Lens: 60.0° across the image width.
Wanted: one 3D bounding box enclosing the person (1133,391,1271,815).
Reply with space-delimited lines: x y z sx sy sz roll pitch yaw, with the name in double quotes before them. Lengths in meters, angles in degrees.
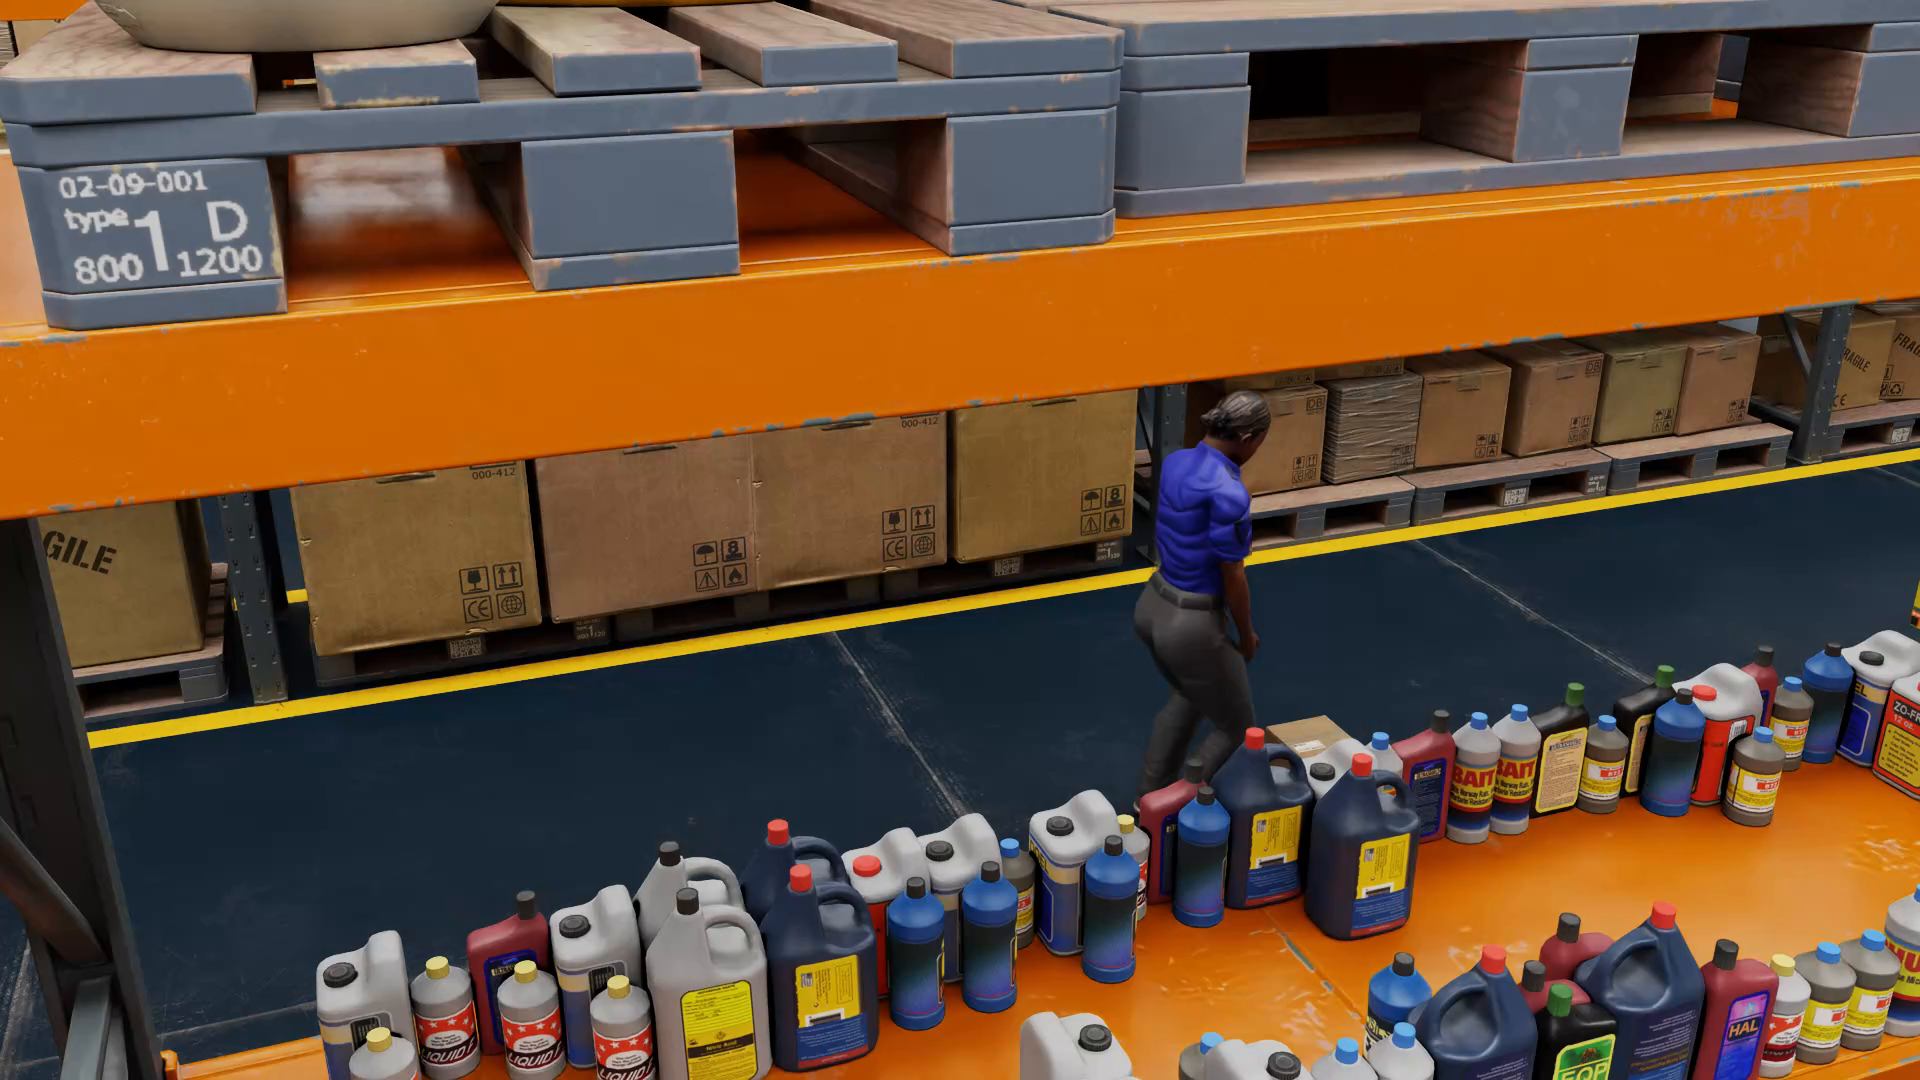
"person" 0.797 0.272 5.576 0.431 1.575 0.469 -8 24 -18
